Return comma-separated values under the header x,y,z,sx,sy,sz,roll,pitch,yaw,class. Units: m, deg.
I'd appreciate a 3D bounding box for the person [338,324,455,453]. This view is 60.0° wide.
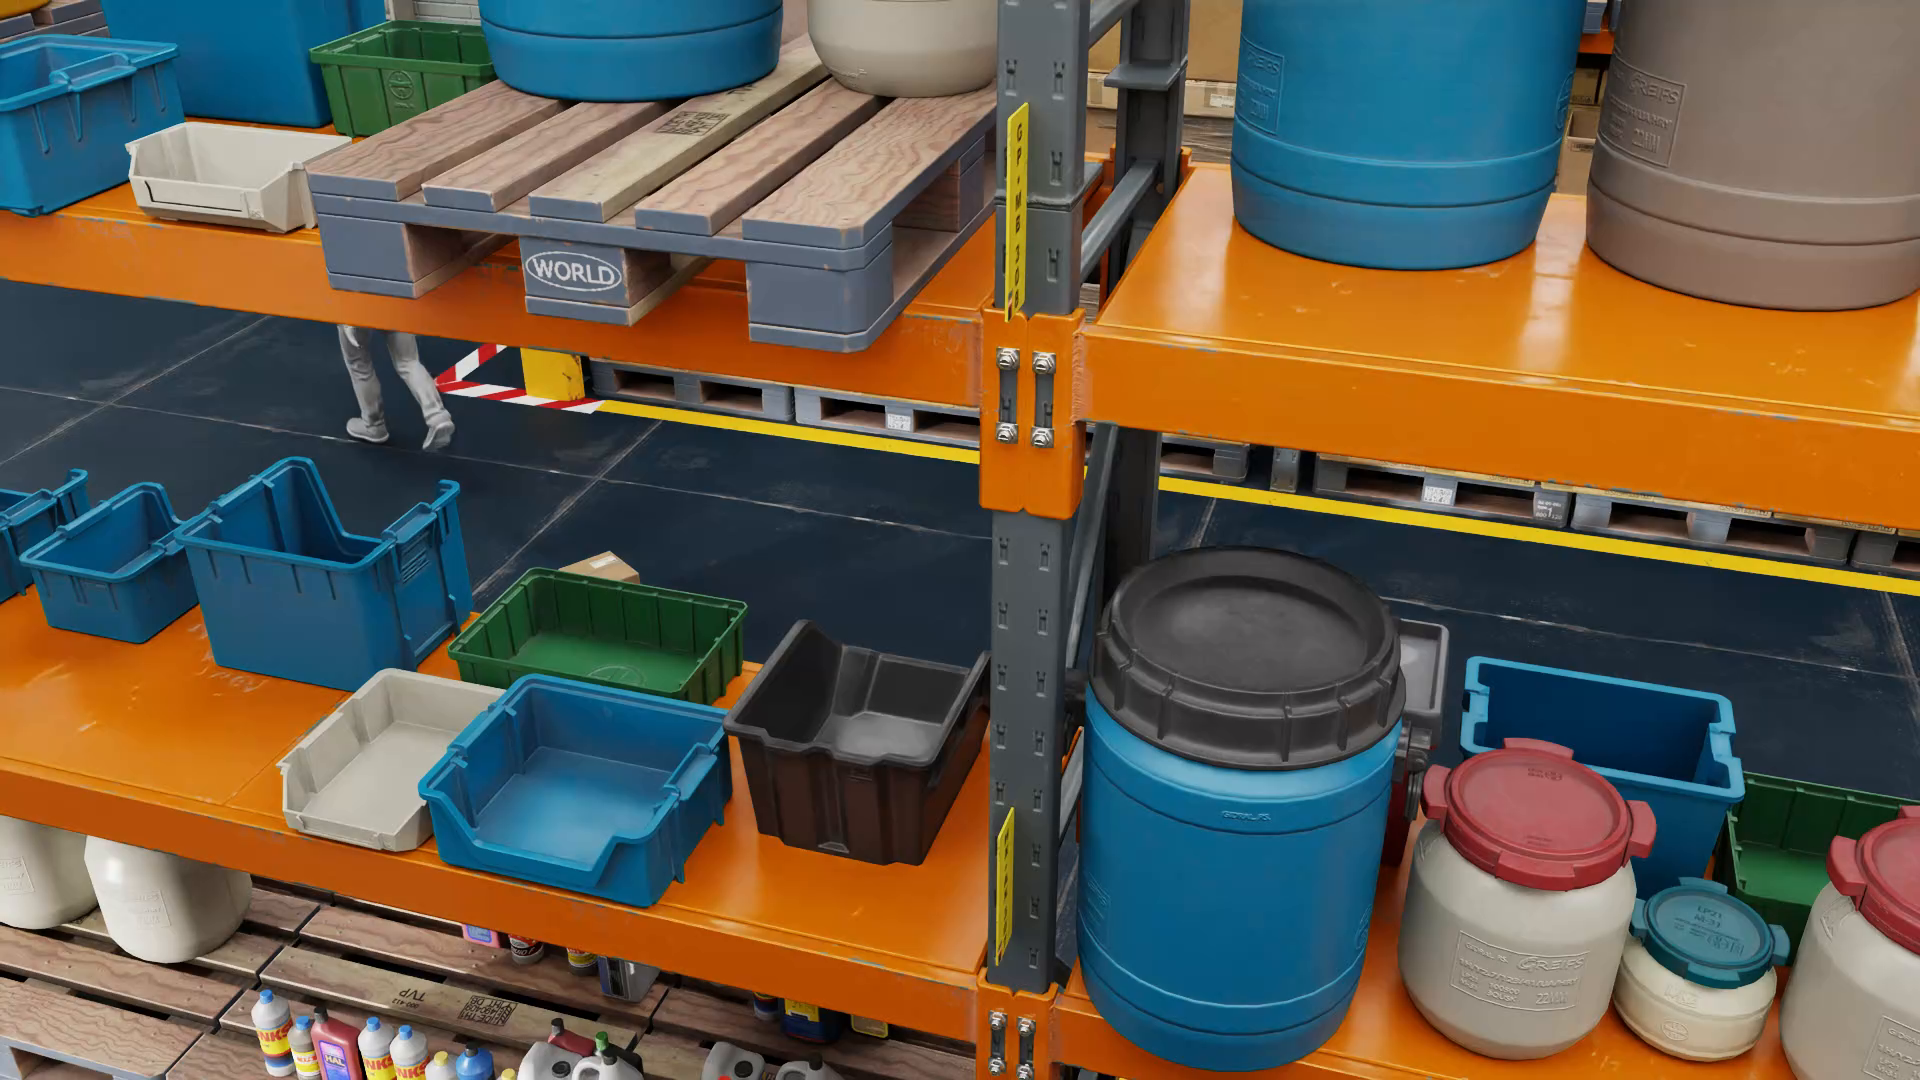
x,y,z,sx,sy,sz,roll,pitch,yaw,class
-2.857,-1.200,8.215,0.497,1.649,0.844,-26,38,-38,person
